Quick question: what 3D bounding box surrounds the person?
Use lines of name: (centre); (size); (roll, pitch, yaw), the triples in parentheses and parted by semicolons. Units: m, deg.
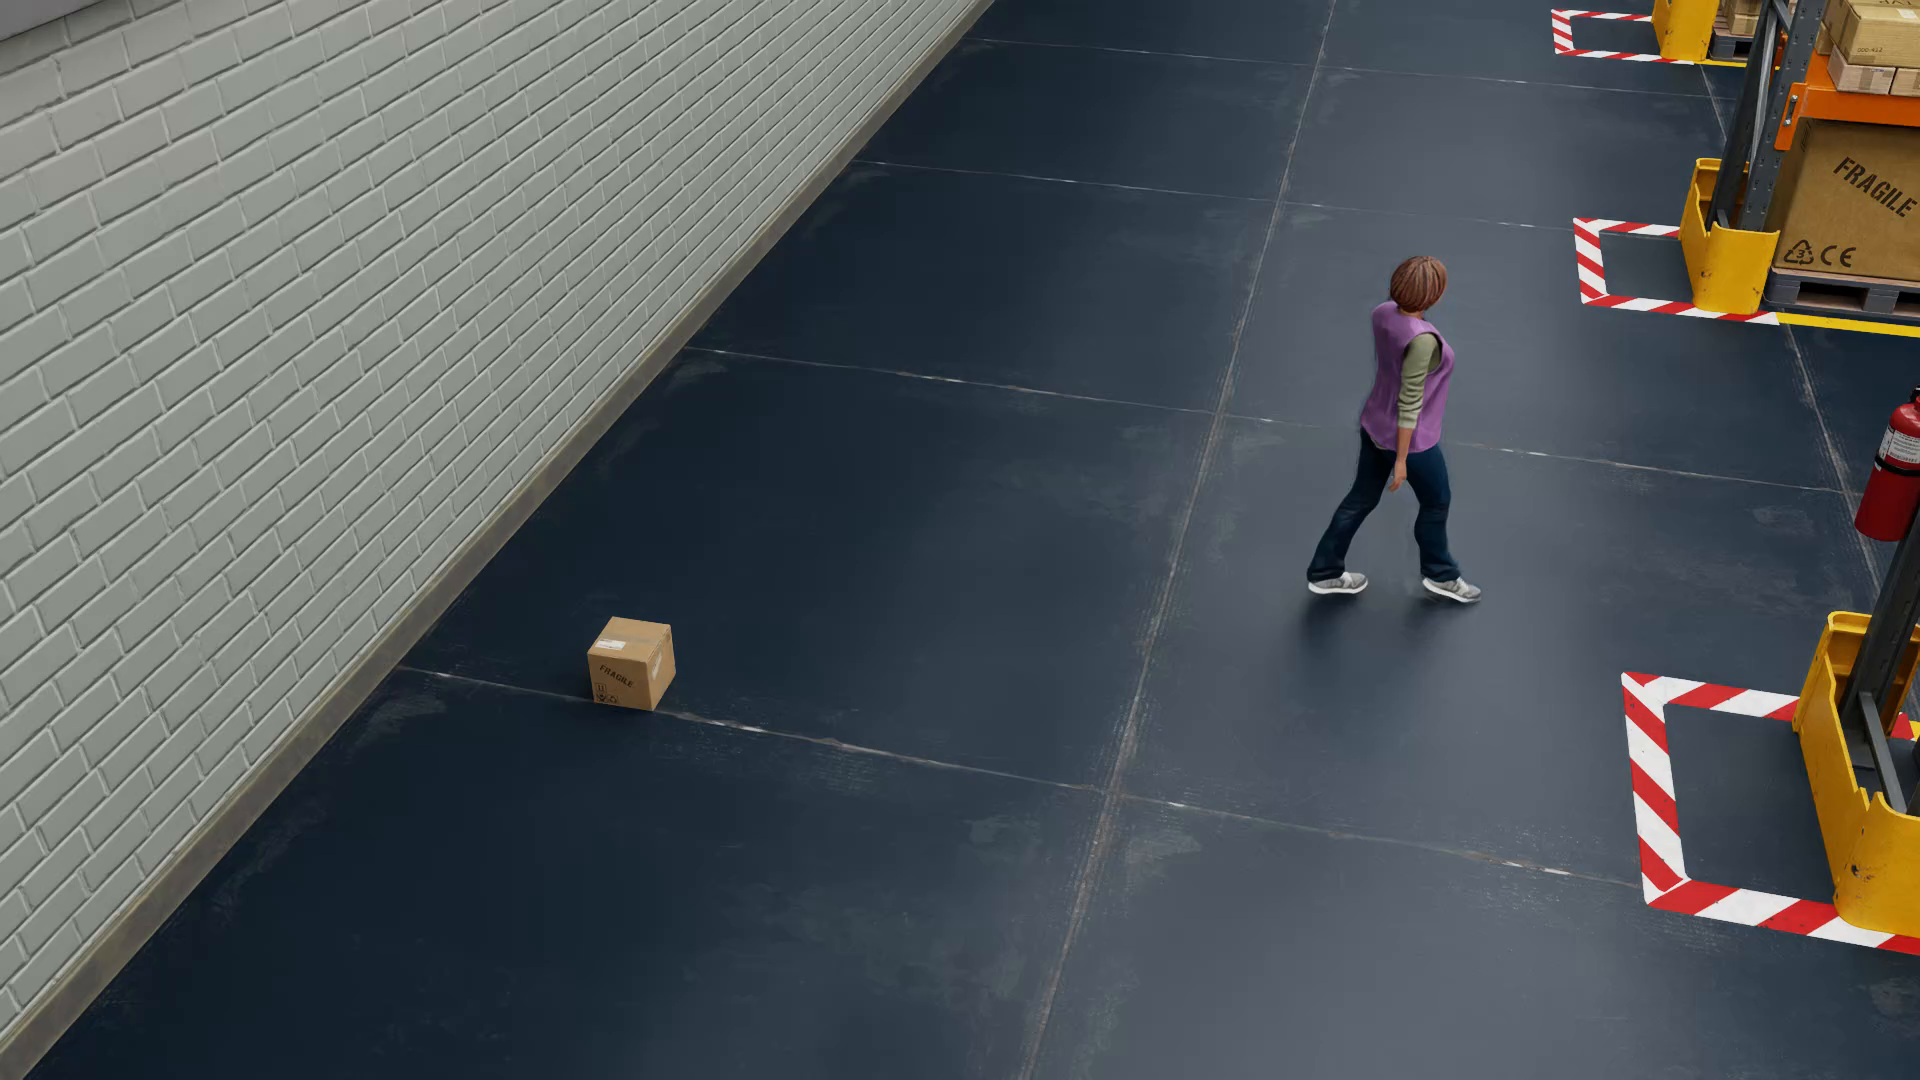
person: (1.859, -0.438, 6.812); (0.750, 1.599, 0.454); (-9, 34, -13)
